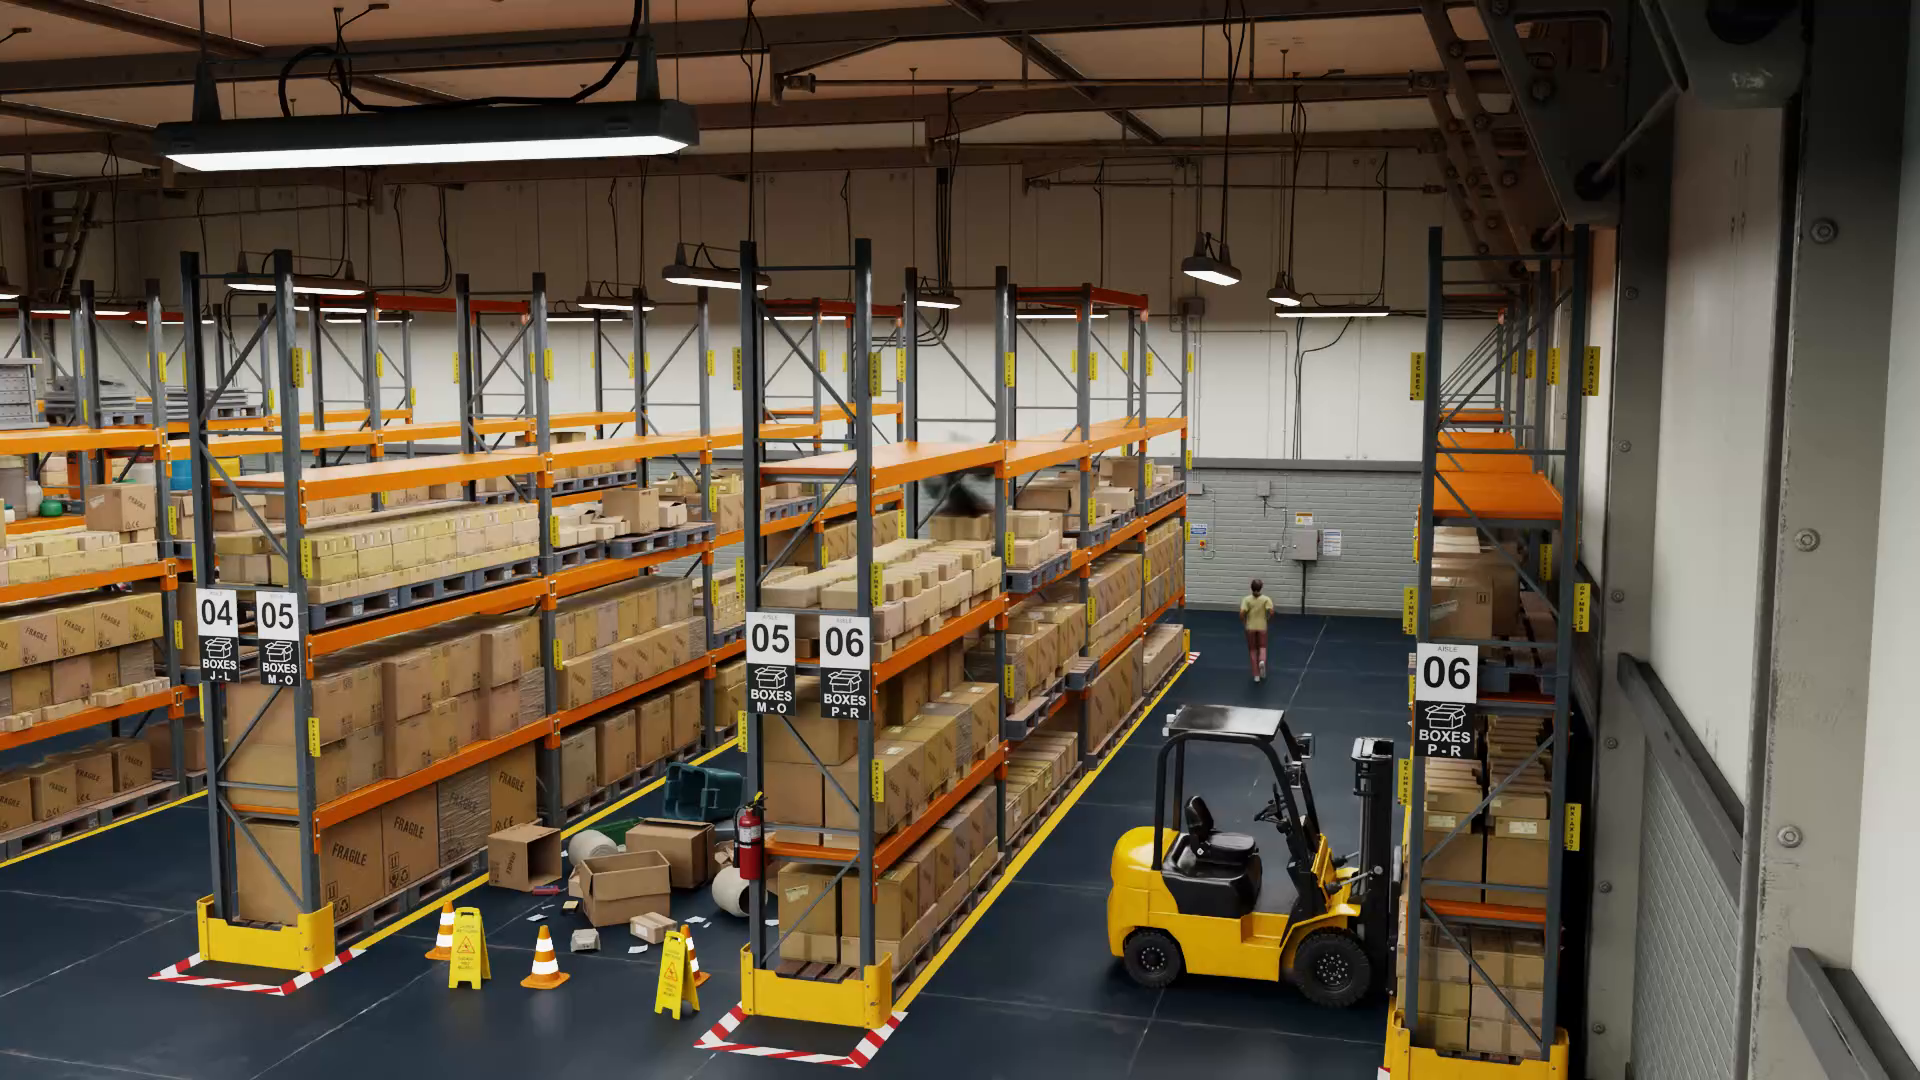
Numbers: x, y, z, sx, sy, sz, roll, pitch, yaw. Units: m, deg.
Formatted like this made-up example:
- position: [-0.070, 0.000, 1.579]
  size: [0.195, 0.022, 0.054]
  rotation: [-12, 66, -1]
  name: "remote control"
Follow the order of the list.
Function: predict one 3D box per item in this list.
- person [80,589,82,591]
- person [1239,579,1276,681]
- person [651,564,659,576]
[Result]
- position: [-14.959, 1.205, 27.987]
  size: [0.603, 1.655, 0.546]
  rotation: [1, 6, 8]
  name: "person"
- position: [4.683, 1.420, 26.264]
  size: [0.563, 1.624, 0.533]
  rotation: [1, 6, 5]
  name: "person"
- position: [-6.018, 0.675, 32.153]
  size: [0.930, 1.768, 0.671]
  rotation: [3, 7, 24]
  name: "person"
